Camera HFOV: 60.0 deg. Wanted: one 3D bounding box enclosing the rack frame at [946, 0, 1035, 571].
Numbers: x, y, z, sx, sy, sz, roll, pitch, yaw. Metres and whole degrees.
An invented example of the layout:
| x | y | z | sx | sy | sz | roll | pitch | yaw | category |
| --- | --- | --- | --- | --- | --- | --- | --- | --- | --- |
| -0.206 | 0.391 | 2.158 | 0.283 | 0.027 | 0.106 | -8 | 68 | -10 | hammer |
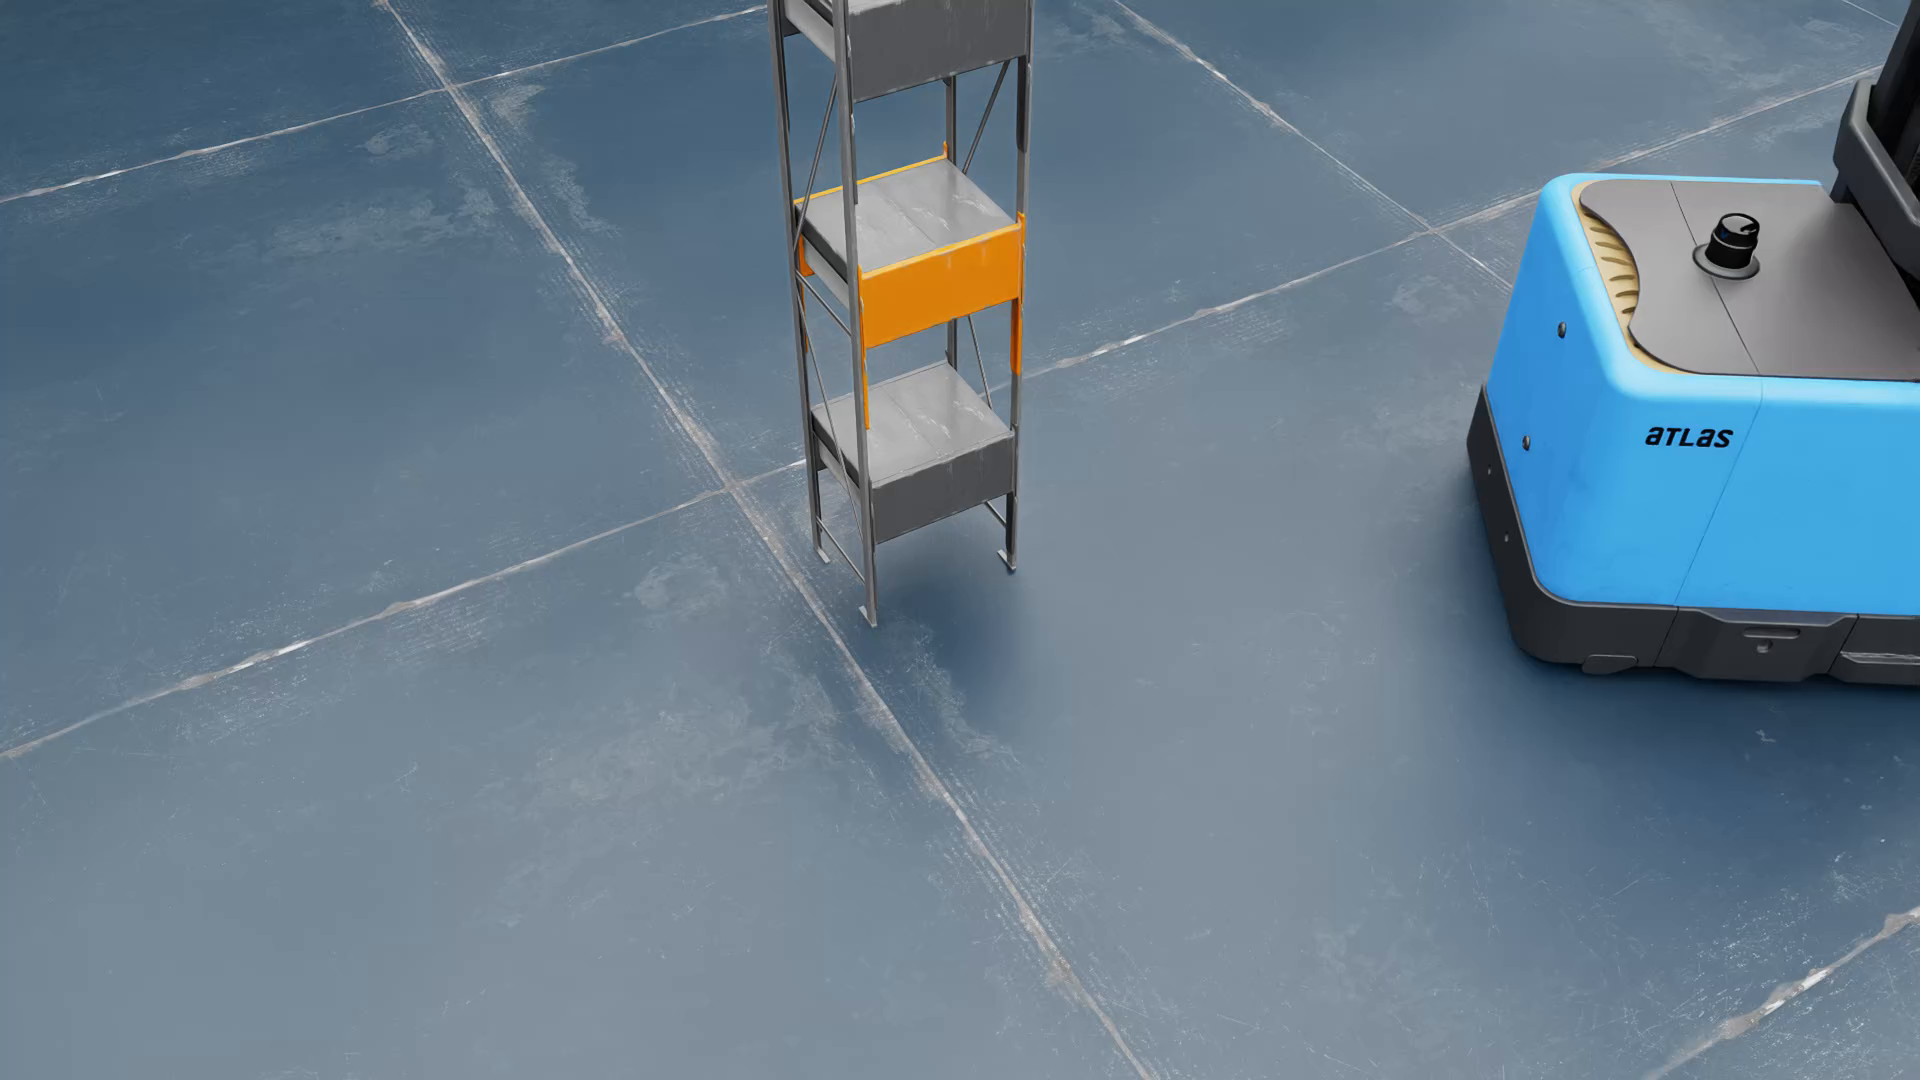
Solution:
| x | y | z | sx | sy | sz | roll | pitch | yaw | category |
| --- | --- | --- | --- | --- | --- | --- | --- | --- | --- |
| 0.068 | -0.781 | 4.547 | 0.015 | 2.100 | 0.400 | -22 | 48 | -21 | rack frame |

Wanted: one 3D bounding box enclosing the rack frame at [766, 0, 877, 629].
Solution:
| x | y | z | sx | sy | sz | roll | pitch | yaw | category |
| --- | --- | --- | --- | --- | --- | --- | --- | --- | --- |
| -0.355 | -0.611 | 4.372 | 0.015 | 2.100 | 0.400 | -22 | 48 | -21 | rack frame |

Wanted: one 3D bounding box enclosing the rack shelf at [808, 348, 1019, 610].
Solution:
| x | y | z | sx | sy | sz | roll | pitch | yaw | category |
| --- | --- | --- | --- | --- | --- | --- | --- | --- | --- |
| -0.144 | -0.184 | 4.957 | 0.480 | 0.518 | 0.431 | -22 | 48 | -21 | rack shelf |

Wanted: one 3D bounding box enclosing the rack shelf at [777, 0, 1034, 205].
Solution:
| x | y | z | sx | sy | sz | roll | pitch | yaw | category |
| --- | --- | --- | --- | --- | --- | --- | --- | --- | --- |
| -0.144 | -1.189 | 3.982 | 0.480 | 0.518 | 0.431 | -22 | 48 | -21 | rack shelf |

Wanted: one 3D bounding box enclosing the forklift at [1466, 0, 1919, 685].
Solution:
| x | y | z | sx | sy | sz | roll | pitch | yaw | category |
| --- | --- | --- | --- | --- | --- | --- | --- | --- | --- |
| 3.152 | -0.956 | 4.130 | 3.031 | 2.935 | 1.130 | 2 | 44 | 2 | forklift |

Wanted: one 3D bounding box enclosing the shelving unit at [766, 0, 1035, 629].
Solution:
| x | y | z | sx | sy | sz | roll | pitch | yaw | category |
| --- | --- | --- | --- | --- | --- | --- | --- | --- | --- |
| -0.144 | -0.696 | 4.460 | 0.503 | 2.100 | 0.431 | -22 | 48 | -21 | shelving unit |

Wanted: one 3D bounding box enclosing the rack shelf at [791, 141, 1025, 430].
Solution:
| x | y | z | sx | sy | sz | roll | pitch | yaw | category |
| --- | --- | --- | --- | --- | --- | --- | --- | --- | --- |
| -0.144 | -0.686 | 4.469 | 0.480 | 0.518 | 0.431 | -22 | 48 | -21 | rack shelf |
